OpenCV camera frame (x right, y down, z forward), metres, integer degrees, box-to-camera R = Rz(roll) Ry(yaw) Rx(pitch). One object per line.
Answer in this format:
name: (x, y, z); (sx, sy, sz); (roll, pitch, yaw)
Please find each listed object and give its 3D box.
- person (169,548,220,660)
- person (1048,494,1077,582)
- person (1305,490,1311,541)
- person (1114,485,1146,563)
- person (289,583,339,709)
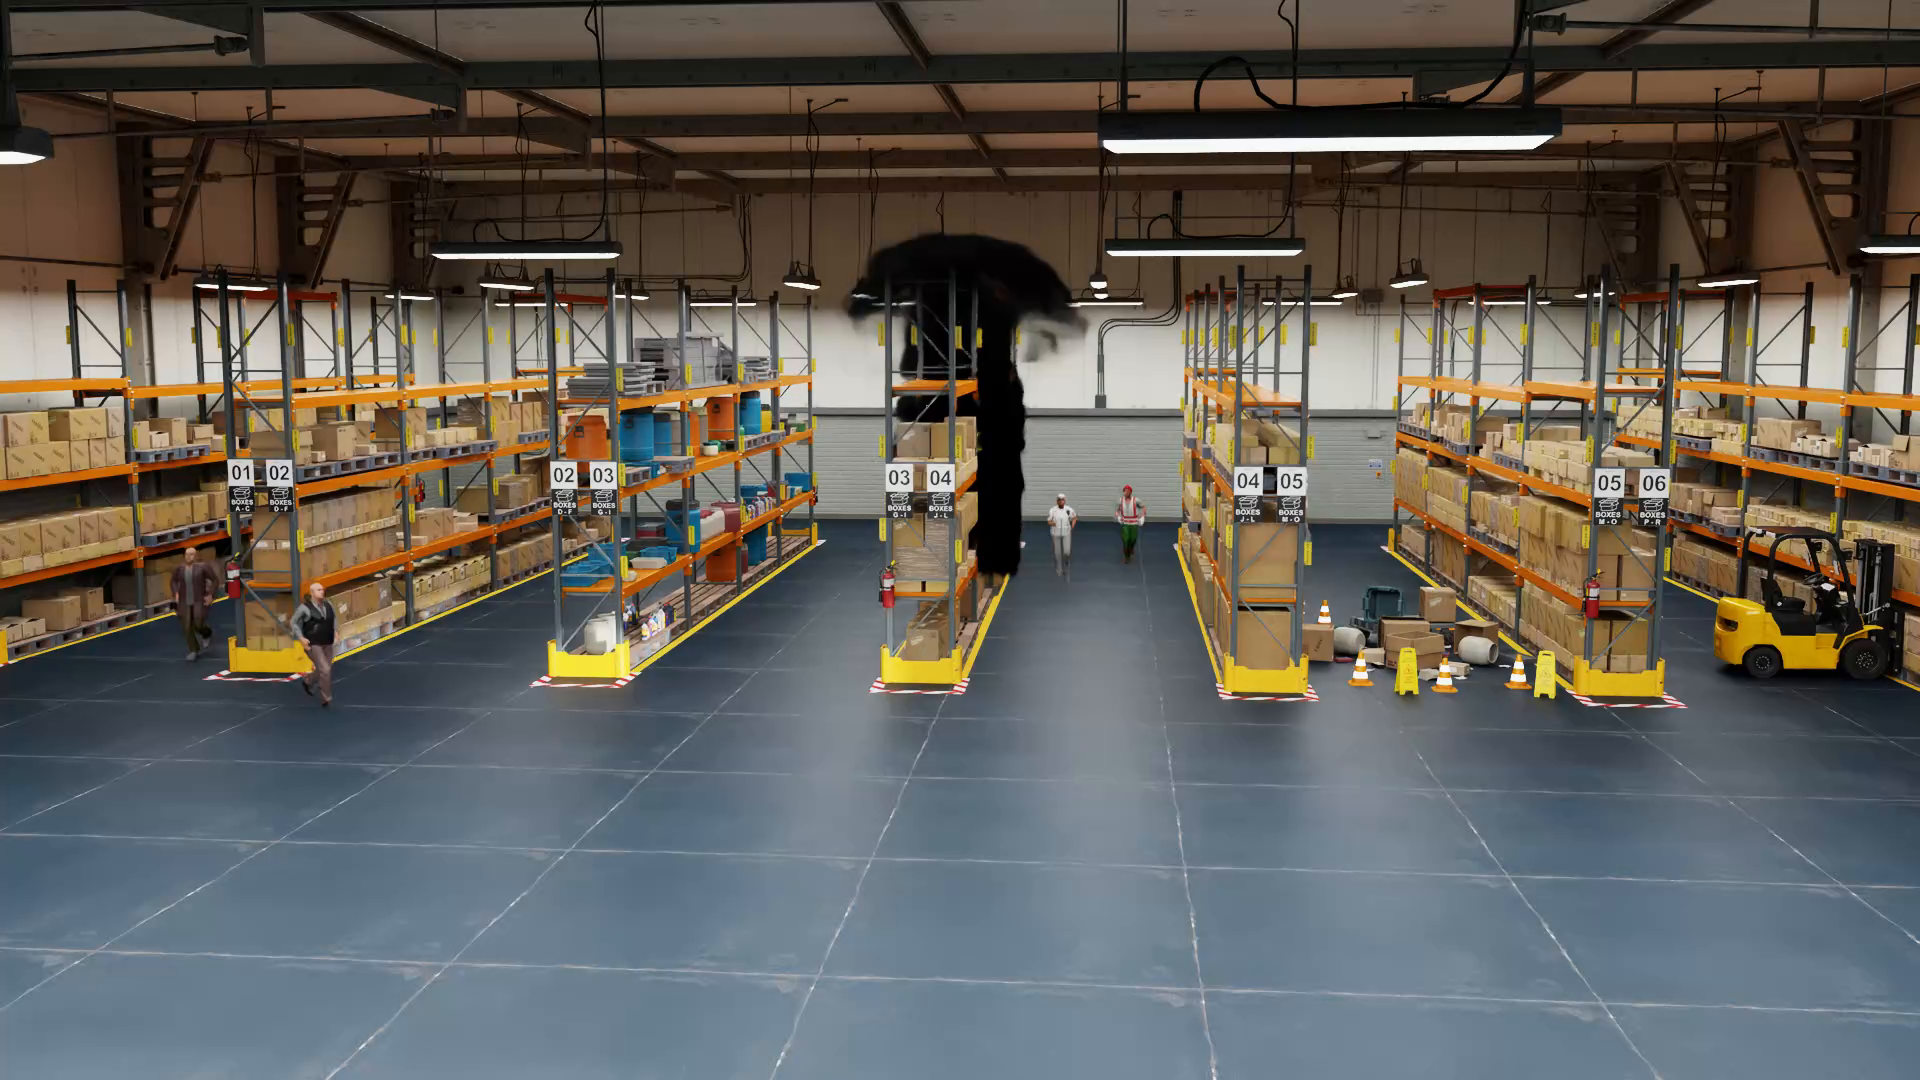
person: (-12.034, 0.977, 26.156); (0.738, 1.743, 0.668); (-1, 7, -8)
person: (2.003, -0.038, 32.710); (0.571, 1.722, 0.660); (1, 7, 5)
person: (8.185, -0.778, 40.501); (0.778, 1.843, 0.627); (1, 7, 8)
person: (3.773, -0.348, 37.028); (0.686, 1.744, 0.669); (2, 7, 14)
person: (-8.782, 1.444, 22.655); (0.812, 1.740, 0.679); (4, 8, 30)
